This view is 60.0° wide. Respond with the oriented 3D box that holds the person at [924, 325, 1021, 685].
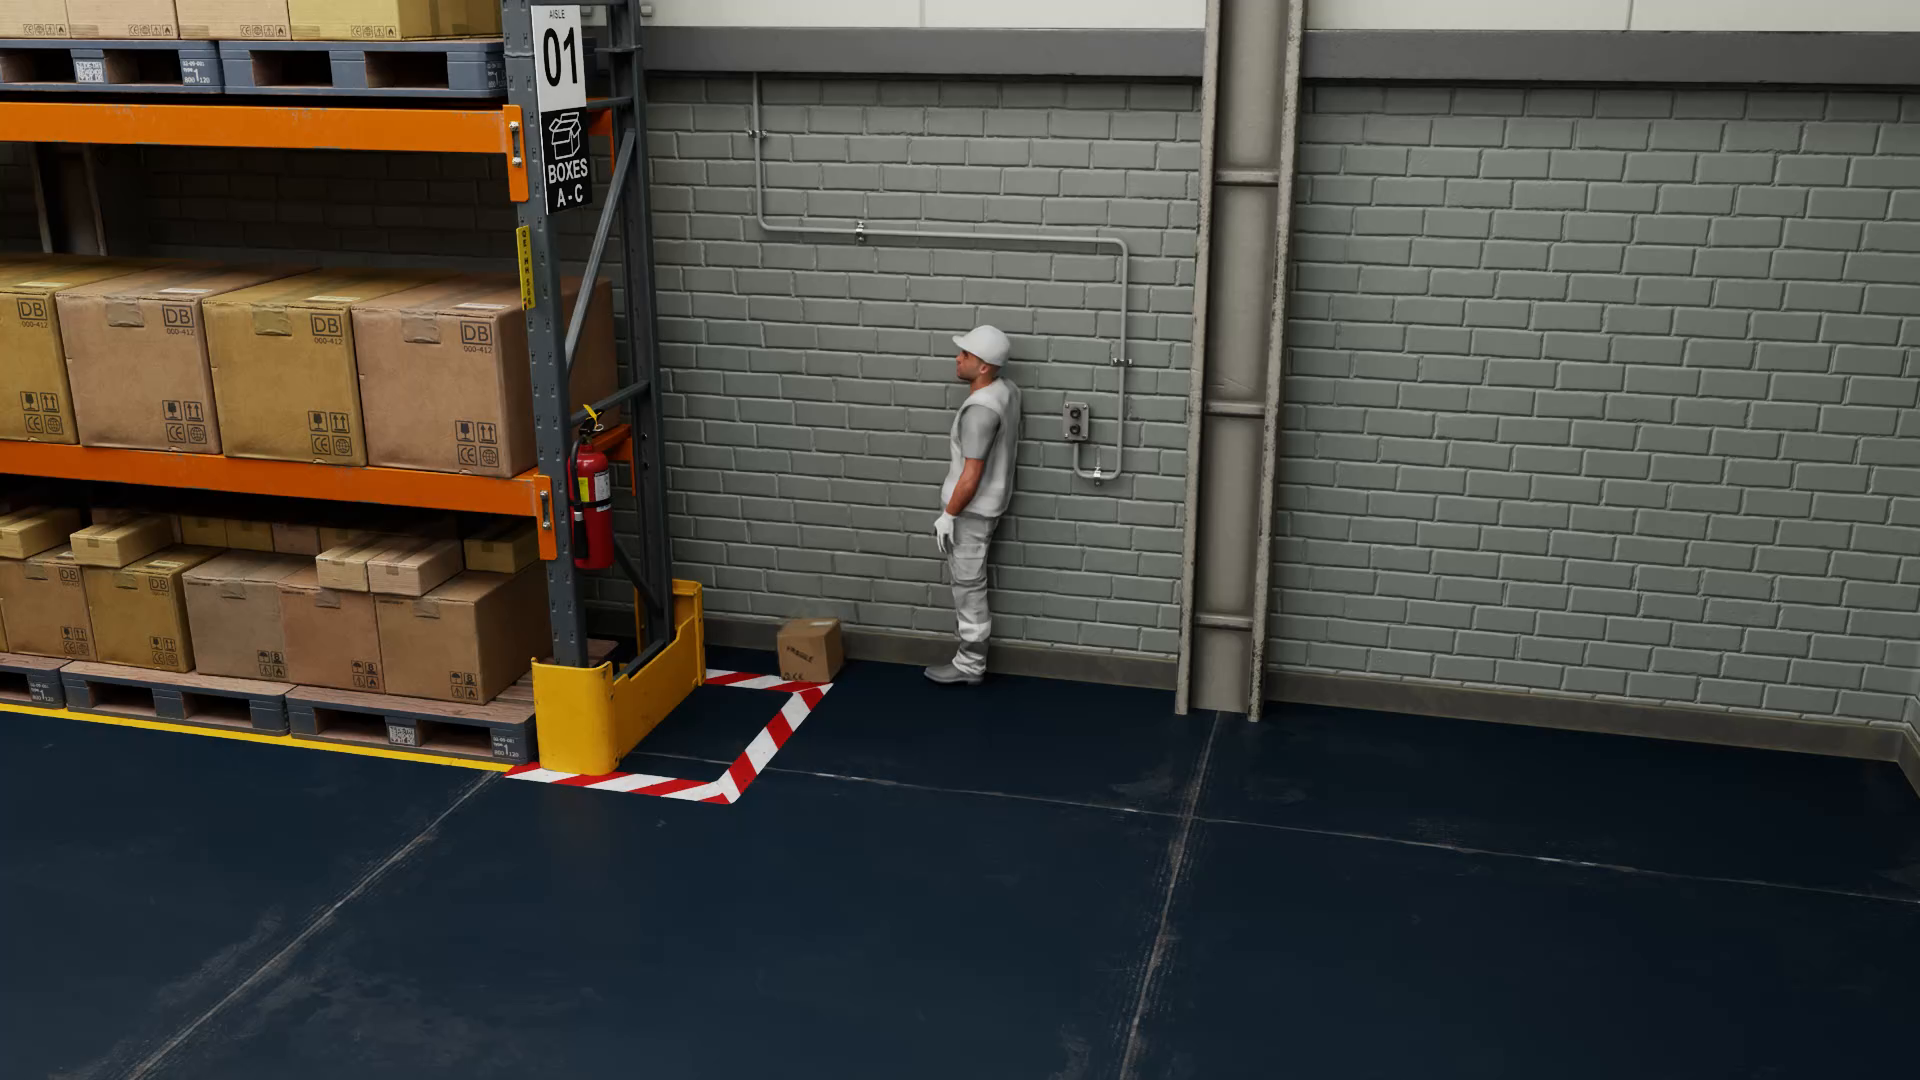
[{"bbox_3d":[-0.006,-0.161,7.983,0.566,1.788,0.620,5,19,14],"label":"person"}]
